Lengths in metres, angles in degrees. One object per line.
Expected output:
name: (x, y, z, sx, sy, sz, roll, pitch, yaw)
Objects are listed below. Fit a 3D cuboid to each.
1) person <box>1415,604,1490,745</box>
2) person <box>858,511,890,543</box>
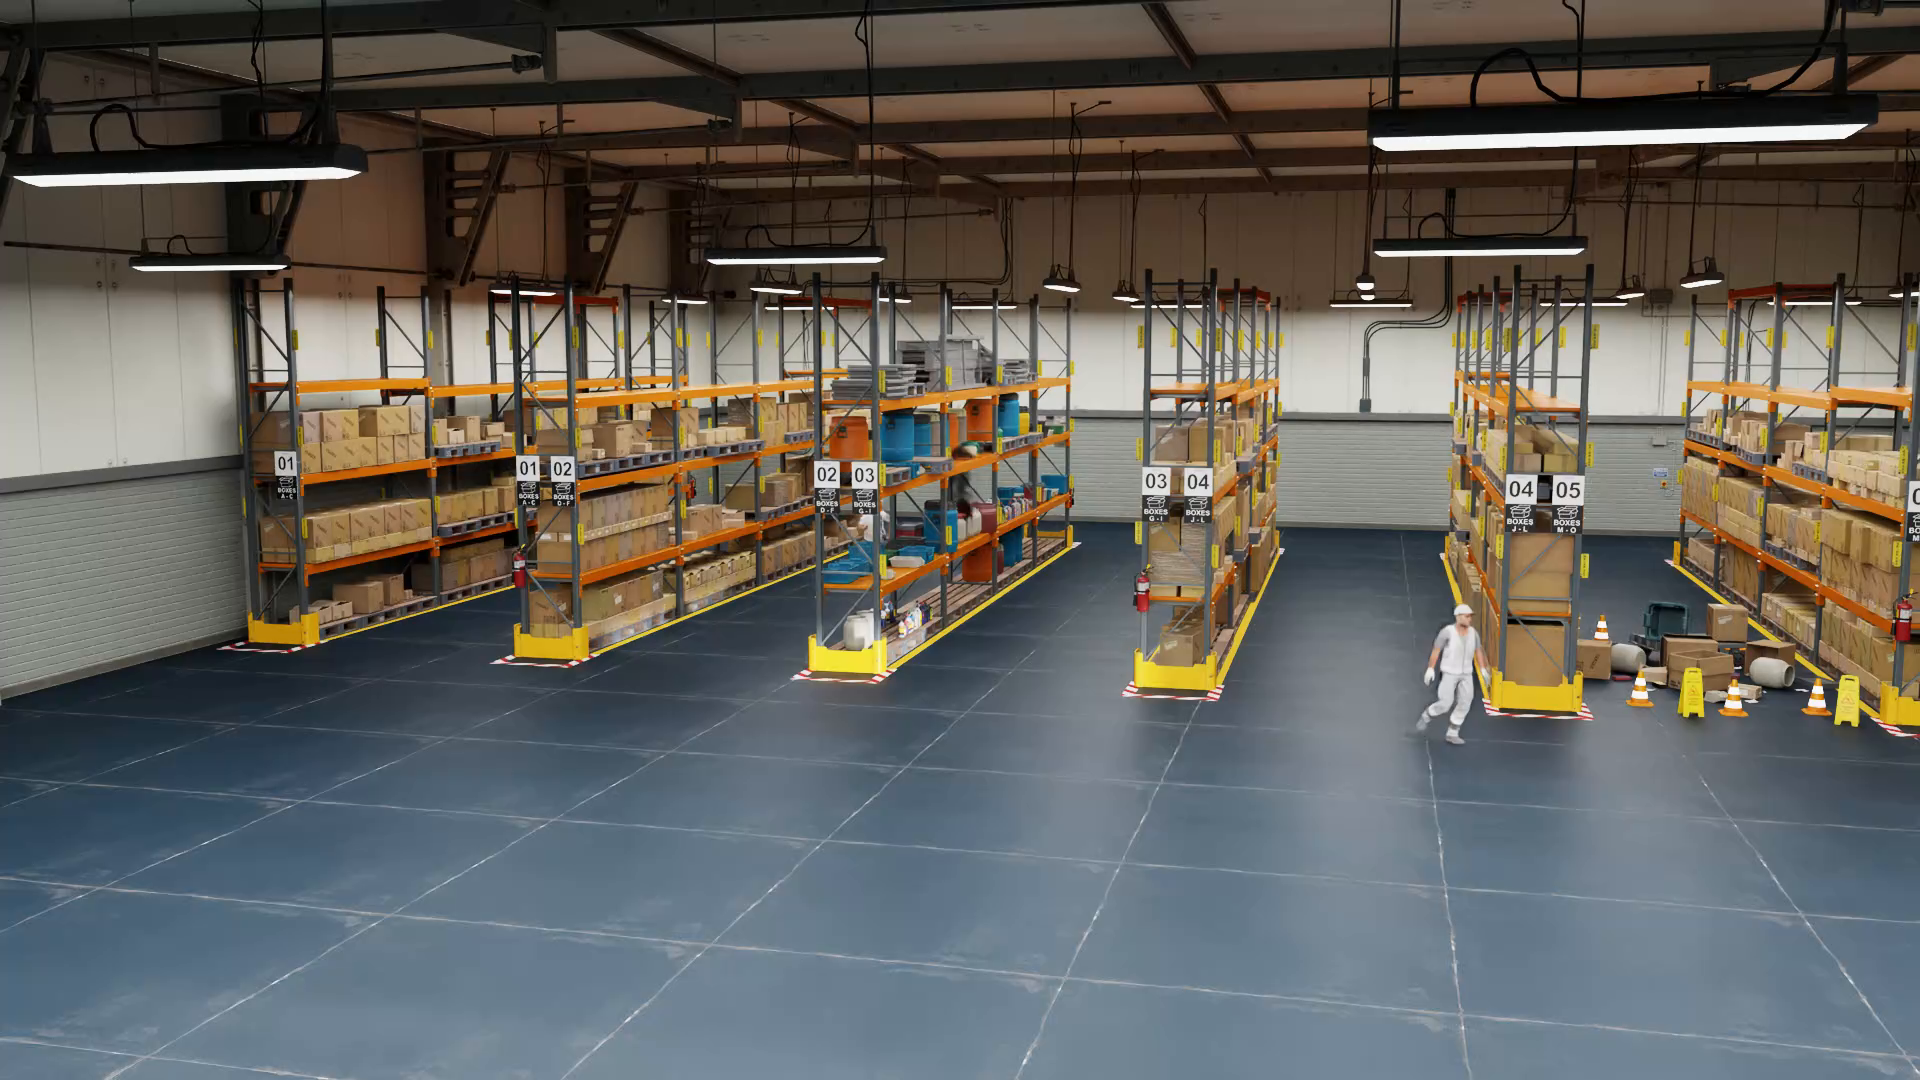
person: (6.131, 1.651, 20.712, 0.710, 1.759, 0.696, -2, 7, -16)
person: (-1.650, 0.065, 31.967, 0.562, 1.757, 0.801, 2, 7, 20)
